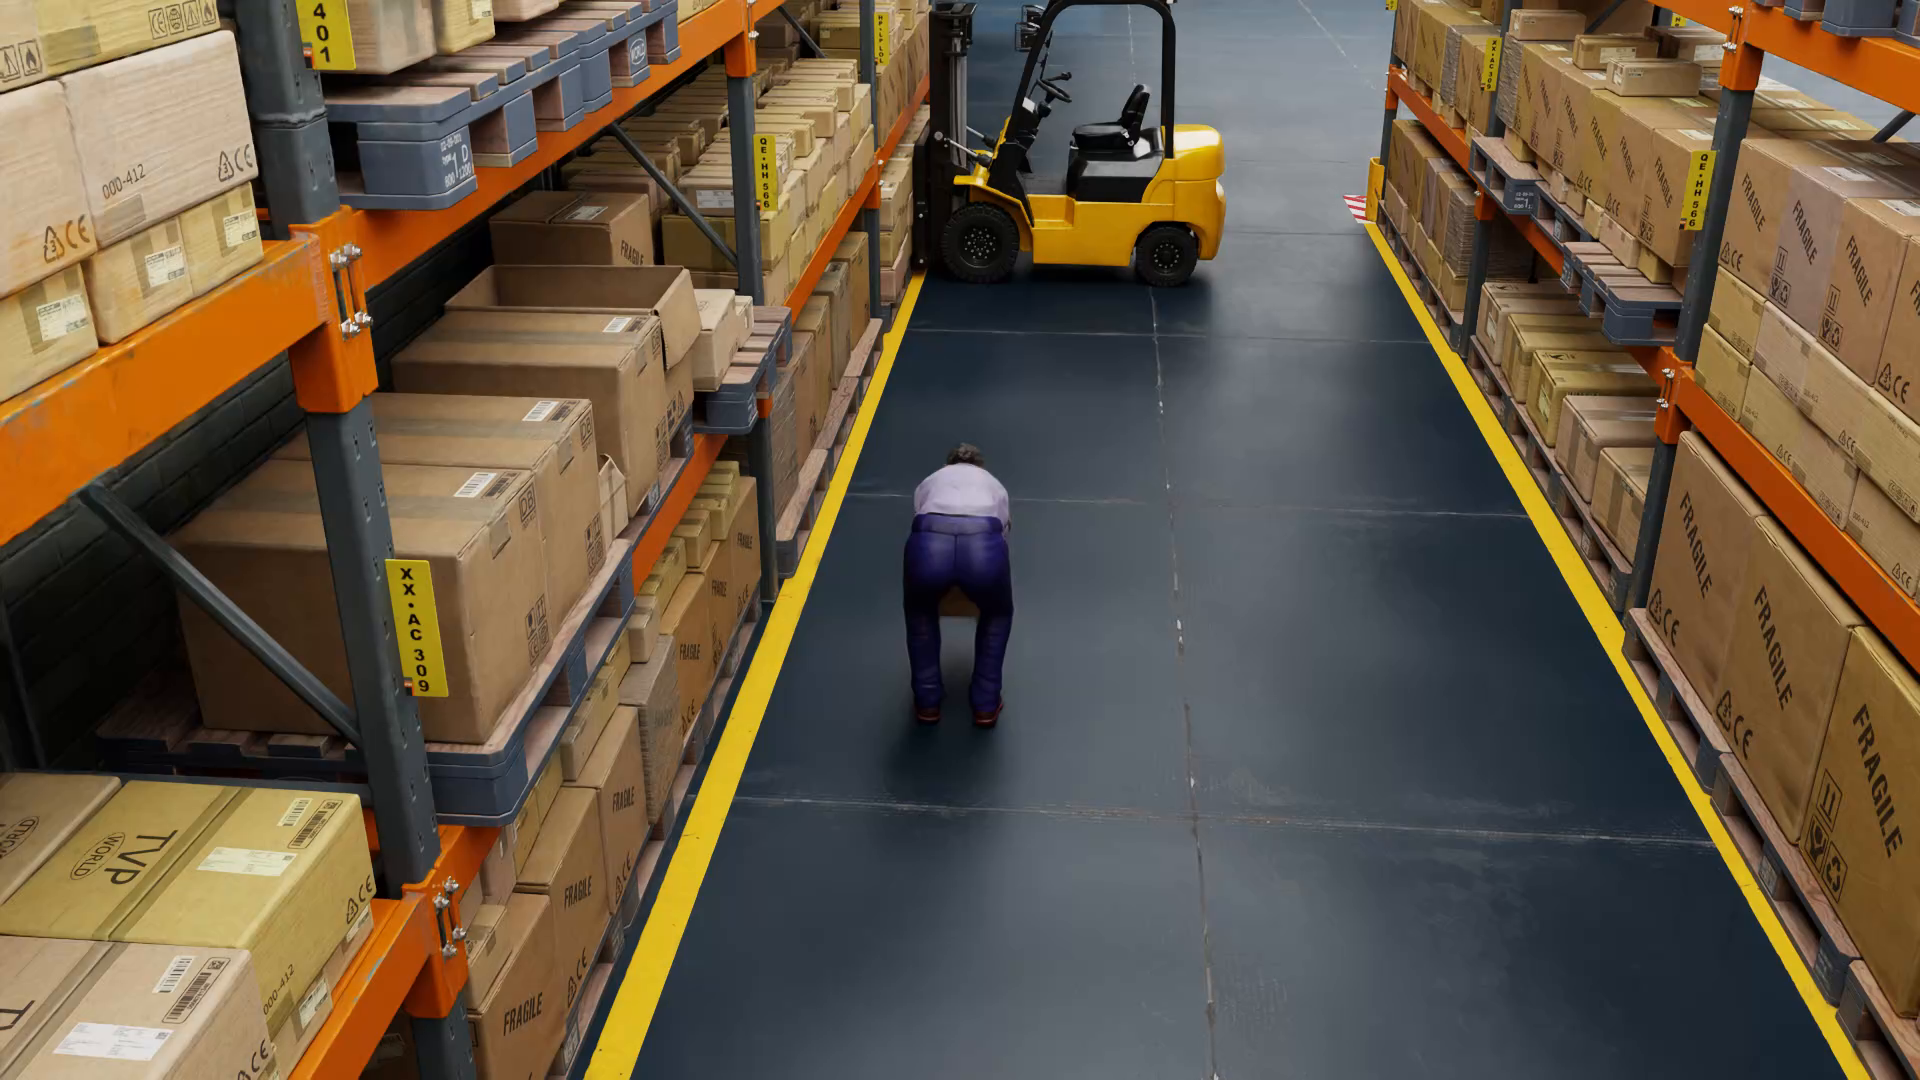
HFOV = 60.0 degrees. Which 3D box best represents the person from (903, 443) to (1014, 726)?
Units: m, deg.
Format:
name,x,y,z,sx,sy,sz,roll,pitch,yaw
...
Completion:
name,x,y,z,sx,sy,sz,roll,pitch,yaw
person,-0.004,0.194,6.947,0.460,1.029,0.907,1,25,2
